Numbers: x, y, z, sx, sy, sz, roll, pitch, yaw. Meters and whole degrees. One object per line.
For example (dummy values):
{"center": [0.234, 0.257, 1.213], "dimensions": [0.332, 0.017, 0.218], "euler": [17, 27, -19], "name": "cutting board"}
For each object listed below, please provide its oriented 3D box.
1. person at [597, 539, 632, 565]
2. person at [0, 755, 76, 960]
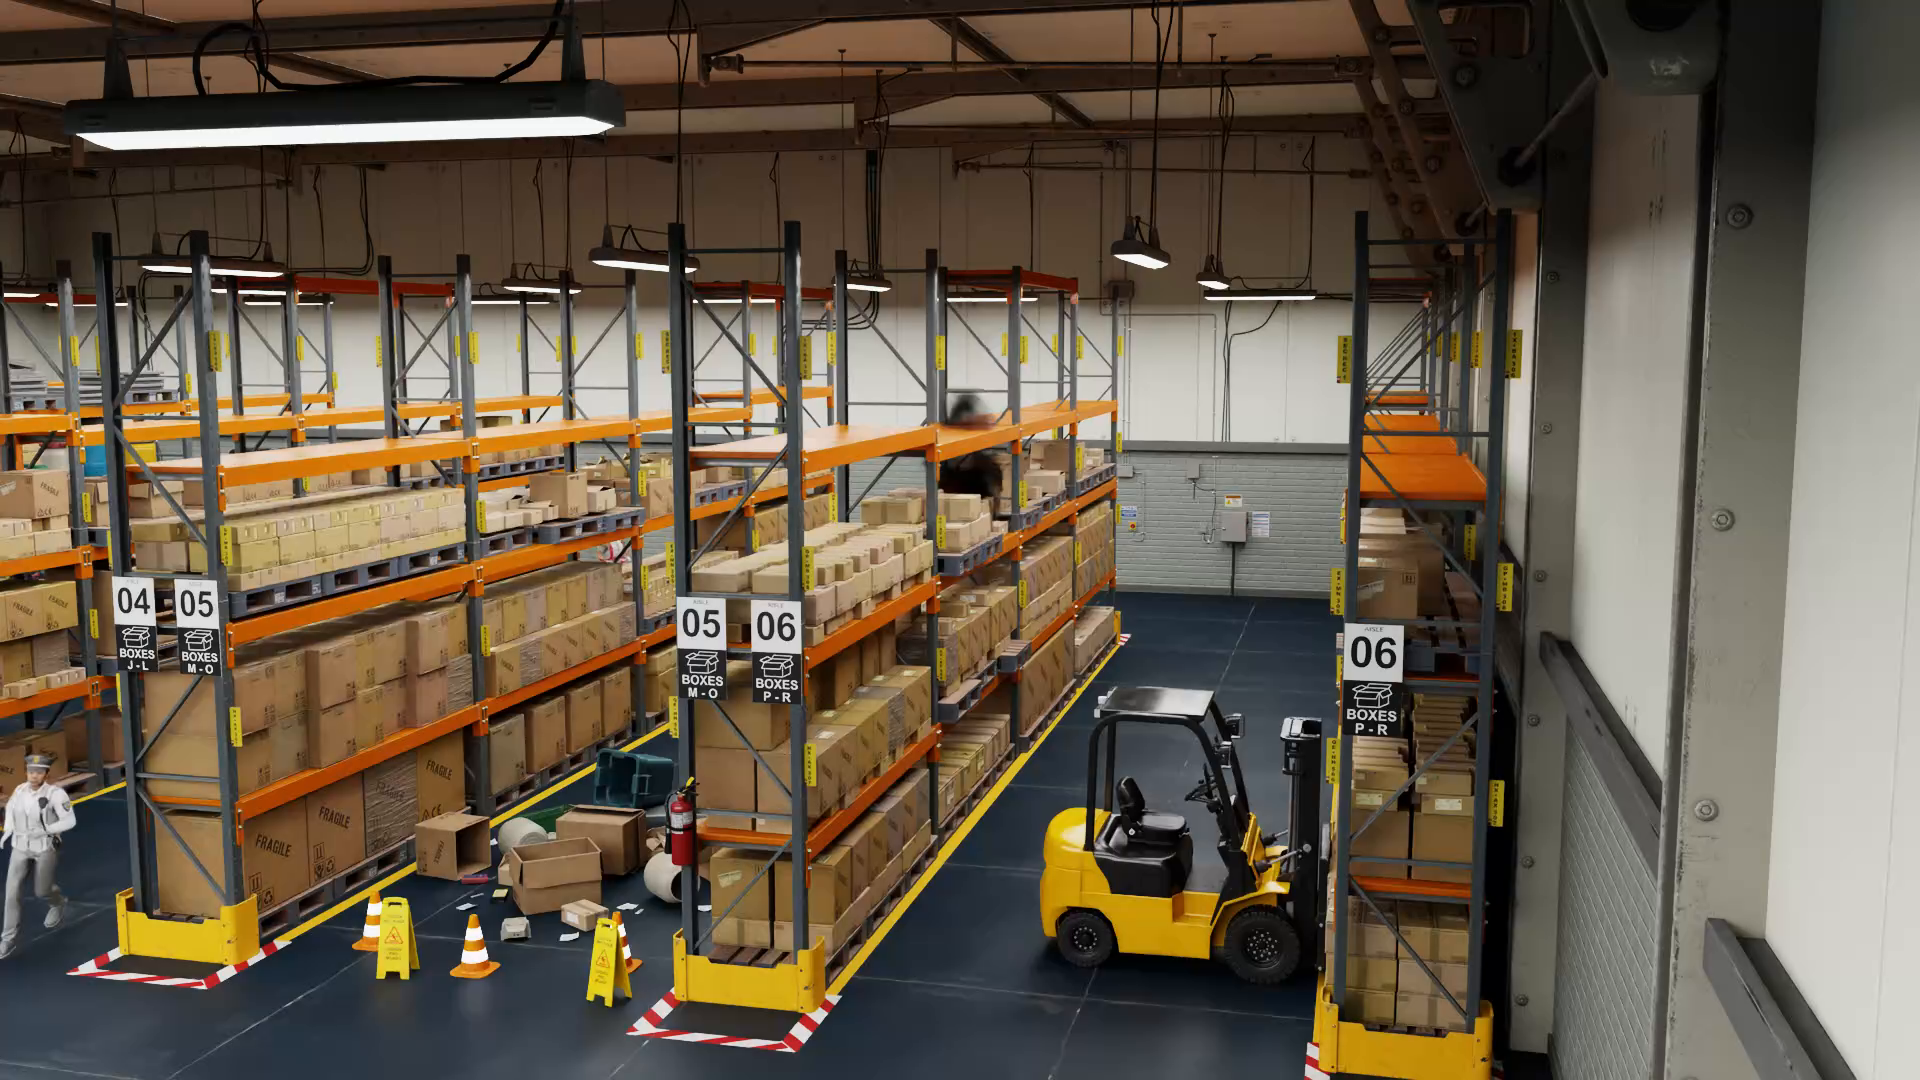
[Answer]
{"center": [-6.430, 0.521, 31.146], "dimensions": [0.662, 1.751, 0.718], "euler": [7, 10, 44], "name": "person"}
{"center": [-7.779, 2.605, 14.038], "dimensions": [0.647, 1.652, 0.954], "euler": [0, 7, -3], "name": "person"}
